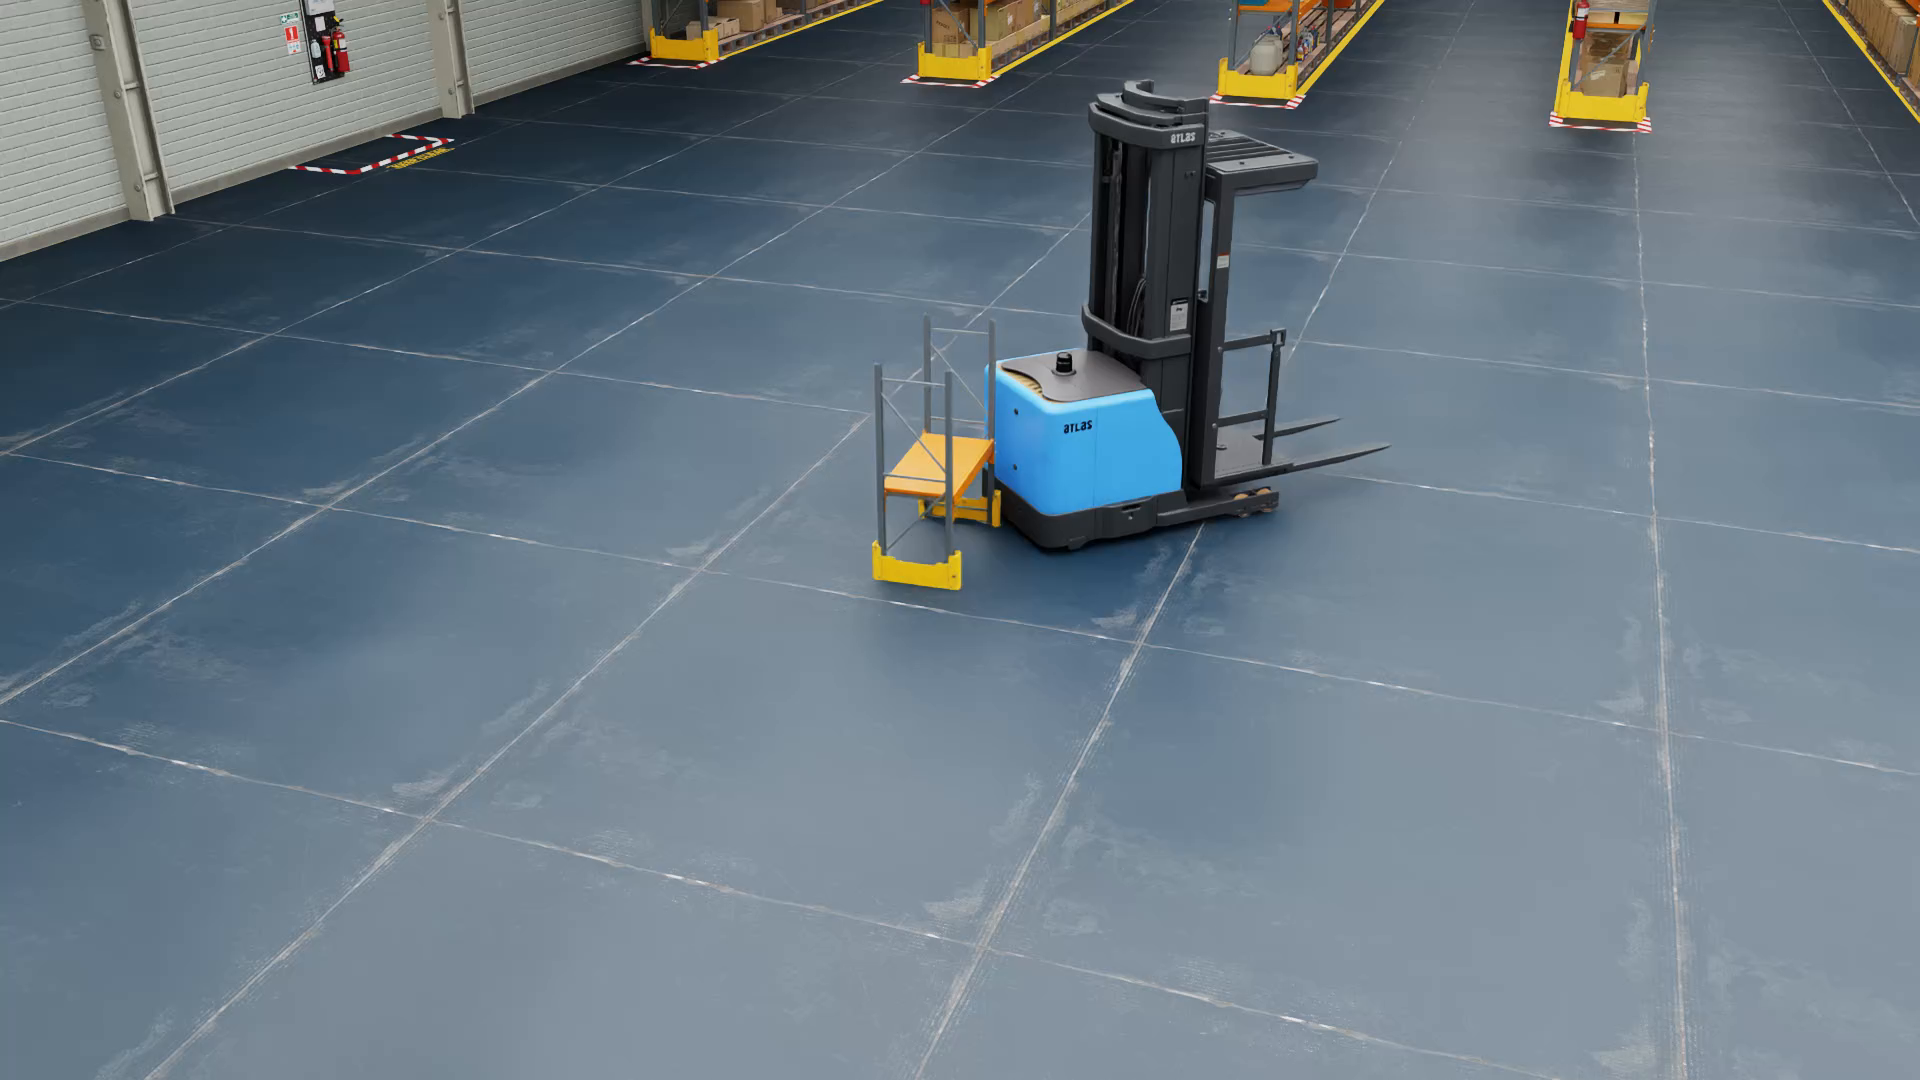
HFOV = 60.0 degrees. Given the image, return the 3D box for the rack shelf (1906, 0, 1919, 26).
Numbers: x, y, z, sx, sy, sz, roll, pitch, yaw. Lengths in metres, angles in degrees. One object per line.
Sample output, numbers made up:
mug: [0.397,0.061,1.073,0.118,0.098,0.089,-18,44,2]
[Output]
rack shelf: [15.901,-8.838,27.110,1.077,0.370,4.000,9,27,17]

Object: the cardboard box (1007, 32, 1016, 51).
cardboard box: [0.638,-8.446,28.148,0.500,0.250,0.500,9,27,17]

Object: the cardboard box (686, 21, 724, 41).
cardboard box: [-4.438,-8.871,28.933,0.500,0.311,0.500,6,26,12]

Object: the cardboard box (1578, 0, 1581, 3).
cardboard box: [9.522,-8.080,24.264,0.875,0.500,0.500,9,27,17]

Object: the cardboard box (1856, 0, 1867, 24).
cardboard box: [16.875,-9.788,30.634,0.500,0.500,0.500,8,27,15]

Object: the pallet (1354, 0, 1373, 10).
pallet: [7.882,-11.037,34.027,1.003,0.211,1.213,9,27,17]

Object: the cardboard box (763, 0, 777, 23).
cardboard box: [-3.729,-9.896,30.834,0.500,0.500,0.500,7,27,14]

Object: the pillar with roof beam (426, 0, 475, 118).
pillar with roof beam: [-3.273,-9.635,21.047,9.100,9.000,0.400,9,27,17]

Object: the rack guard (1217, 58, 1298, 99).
rack guard: [4.570,-7.088,25.539,1.175,0.500,0.348,9,27,17]

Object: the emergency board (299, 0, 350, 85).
emergency board: [-8.191,-6.549,21.558,0.194,1.169,0.643,9,27,17]

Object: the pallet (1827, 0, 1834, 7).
pallet: [18.492,-11.156,34.273,1.003,0.211,1.213,9,27,17]

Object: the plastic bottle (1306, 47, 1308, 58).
plastic bottle: [5.667,-8.036,27.335,0.097,0.201,0.097,0,26,0]

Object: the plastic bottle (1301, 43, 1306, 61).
plastic bottle: [5.579,-7.941,27.044,0.061,0.283,0.133,9,27,18]

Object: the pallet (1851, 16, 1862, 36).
pallet: [17.235,-9.549,30.953,1.003,0.211,1.213,9,27,17]

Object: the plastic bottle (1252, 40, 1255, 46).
plastic bottle: [4.809,-8.019,27.206,0.061,0.283,0.133,9,27,19]

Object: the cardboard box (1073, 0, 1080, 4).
cardboard box: [1.966,-10.294,31.322,0.500,0.311,0.500,8,27,16]

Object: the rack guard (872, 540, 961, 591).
rack guard: [-0.282,0.166,10.844,0.587,0.250,0.087,7,27,15]

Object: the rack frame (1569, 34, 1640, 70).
rack frame: [10.591,-9.100,26.827,1.000,3.000,0.127,9,27,17]

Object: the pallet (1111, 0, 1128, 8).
pallet: [2.866,-11.229,34.422,1.003,0.211,1.213,9,27,17]

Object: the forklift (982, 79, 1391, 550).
forklift: [1.713,-1.674,11.568,3.031,2.935,1.130,-12,28,-23]

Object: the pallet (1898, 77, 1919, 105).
pallet: [14.908,-6.783,25.242,1.003,0.211,1.213,9,27,17]

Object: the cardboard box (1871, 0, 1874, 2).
cardboard box: [16.546,-9.704,29.600,0.500,0.250,0.500,8,27,16]

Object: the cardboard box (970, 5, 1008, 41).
cardboard box: [0.473,-8.578,27.560,0.500,0.500,0.500,9,27,17]

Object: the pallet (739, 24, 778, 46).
pallet: [-4.016,-9.216,30.266,1.003,0.211,1.213,9,27,17]

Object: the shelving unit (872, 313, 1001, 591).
shelving unit: [-0.143,-0.605,11.002,0.587,1.500,1.083,7,27,15]

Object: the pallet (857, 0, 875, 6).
pallet: [-2.352,-11.323,34.618,1.003,0.211,1.213,9,27,17]

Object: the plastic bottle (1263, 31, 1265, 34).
plastic bottle: [5.056,-8.301,27.710,0.144,0.351,0.185,9,27,17]

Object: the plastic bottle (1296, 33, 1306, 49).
plastic bottle: [5.766,-8.417,28.036,0.152,0.276,0.135,9,27,17]

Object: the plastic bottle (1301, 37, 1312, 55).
plastic bottle: [5.749,-8.207,27.602,0.152,0.276,0.135,9,27,18]

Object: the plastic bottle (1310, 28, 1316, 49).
plastic bottle: [5.914,-8.439,27.996,0.144,0.351,0.185,7,27,15]

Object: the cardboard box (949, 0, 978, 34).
cardboard box: [0.137,-8.860,28.144,0.500,0.500,0.500,9,27,17]

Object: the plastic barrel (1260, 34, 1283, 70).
plastic barrel: [4.903,-7.732,26.373,0.421,0.512,0.421,0,26,0]

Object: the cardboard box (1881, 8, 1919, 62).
cardboard box: [15.681,-8.180,27.026,1.050,0.750,0.750,9,27,17]

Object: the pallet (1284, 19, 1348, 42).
pallet: [6.550,-9.395,30.635,1.003,0.211,1.213,9,27,17]

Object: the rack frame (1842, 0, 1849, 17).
rack frame: [17.897,-11.627,32.046,1.000,3.000,0.127,9,27,17]

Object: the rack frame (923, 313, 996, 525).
rack frame: [-0.004,-0.814,11.433,0.500,1.500,0.032,7,27,15]

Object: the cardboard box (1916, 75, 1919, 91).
cardboard box: [14.663,-6.953,24.348,0.875,0.875,0.875,9,27,18]

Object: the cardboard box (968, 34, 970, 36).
cardboard box: [-0.025,-8.317,27.882,0.500,0.250,0.500,9,27,17]

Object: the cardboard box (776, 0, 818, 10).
cardboard box: [-3.193,-10.633,32.357,0.700,0.500,0.500,10,27,19]

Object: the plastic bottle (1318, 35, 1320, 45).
plastic bottle: [6.094,-8.563,28.423,0.097,0.201,0.097,0,26,0]

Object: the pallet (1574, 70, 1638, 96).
pallet: [9.997,-7.061,25.815,1.003,0.211,1.213,9,27,17]

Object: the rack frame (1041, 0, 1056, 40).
rack frame: [1.251,-10.539,29.797,1.000,3.000,0.127,9,27,17]

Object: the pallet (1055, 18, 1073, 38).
pallet: [1.459,-9.592,31.042,1.003,0.211,1.213,9,27,17]

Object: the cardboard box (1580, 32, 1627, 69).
cardboard box: [10.237,-7.769,26.464,0.500,0.500,0.500,19,32,34]

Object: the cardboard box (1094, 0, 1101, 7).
cardboard box: [2.469,-10.670,32.742,0.500,0.250,0.500,8,27,17]

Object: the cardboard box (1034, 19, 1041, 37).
cardboard box: [1.127,-9.064,29.425,0.500,0.250,0.500,9,27,17]

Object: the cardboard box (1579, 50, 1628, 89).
cardboard box: [9.650,-7.025,24.928,0.500,0.500,0.500,17,30,31]

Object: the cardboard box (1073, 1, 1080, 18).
cardboard box: [1.960,-10.043,31.447,0.500,0.250,0.500,8,27,16]

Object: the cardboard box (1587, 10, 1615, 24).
cardboard box: [9.160,-7.491,23.791,0.380,0.149,0.250,9,27,17]

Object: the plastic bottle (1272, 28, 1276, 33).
plastic bottle: [5.319,-8.587,28.387,0.152,0.276,0.135,10,27,19]

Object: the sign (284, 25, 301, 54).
sign: [-8.472,-6.353,21.111,0.001,0.329,0.234,9,27,17]

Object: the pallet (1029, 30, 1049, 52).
pallet: [0.947,-8.963,29.743,1.003,0.211,1.213,9,27,17]

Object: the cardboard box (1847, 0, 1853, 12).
cardboard box: [17.401,-10.426,31.951,0.500,0.500,0.500,10,28,19]

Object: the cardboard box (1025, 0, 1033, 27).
cardboard box: [0.962,-9.195,28.836,0.500,0.500,0.500,9,27,17]

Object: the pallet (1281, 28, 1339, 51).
pallet: [6.145,-8.892,29.596,1.003,0.211,1.213,9,27,17]

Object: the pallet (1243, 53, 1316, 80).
pallet: [5.254,-7.791,27.322,1.003,0.211,1.213,9,27,17]

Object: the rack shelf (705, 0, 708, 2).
rack shelf: [-4.087,-10.110,29.737,1.077,0.370,4.000,9,27,17]

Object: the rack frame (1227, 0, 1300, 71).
rack frame: [4.590,-8.175,24.916,1.000,3.000,0.127,9,27,17]
